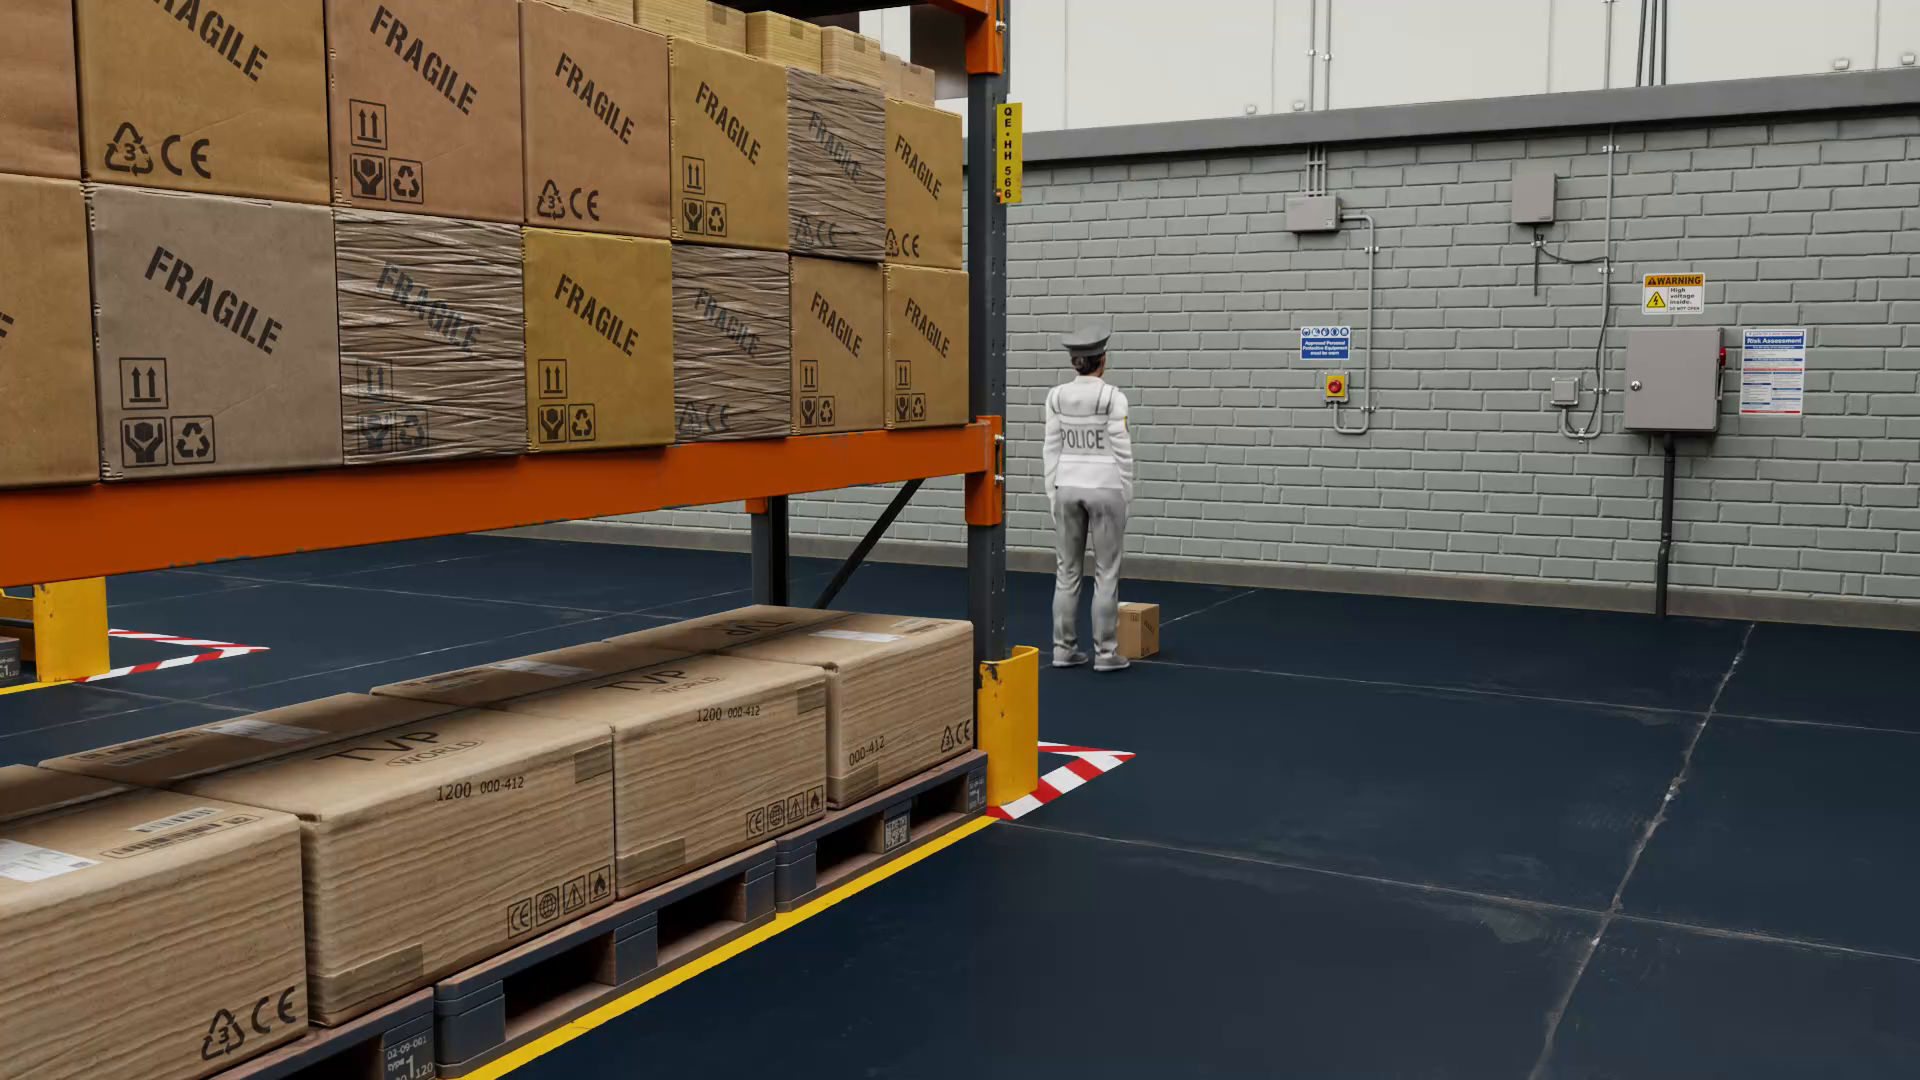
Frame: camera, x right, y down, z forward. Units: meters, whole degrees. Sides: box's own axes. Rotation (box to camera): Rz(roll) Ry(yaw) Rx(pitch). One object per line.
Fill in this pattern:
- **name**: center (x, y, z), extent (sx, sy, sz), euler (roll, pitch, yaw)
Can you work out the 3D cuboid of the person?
- **person**: center (0.636, -0.202, 8.172), extent (0.472, 1.690, 0.347), euler (4, 7, 30)
